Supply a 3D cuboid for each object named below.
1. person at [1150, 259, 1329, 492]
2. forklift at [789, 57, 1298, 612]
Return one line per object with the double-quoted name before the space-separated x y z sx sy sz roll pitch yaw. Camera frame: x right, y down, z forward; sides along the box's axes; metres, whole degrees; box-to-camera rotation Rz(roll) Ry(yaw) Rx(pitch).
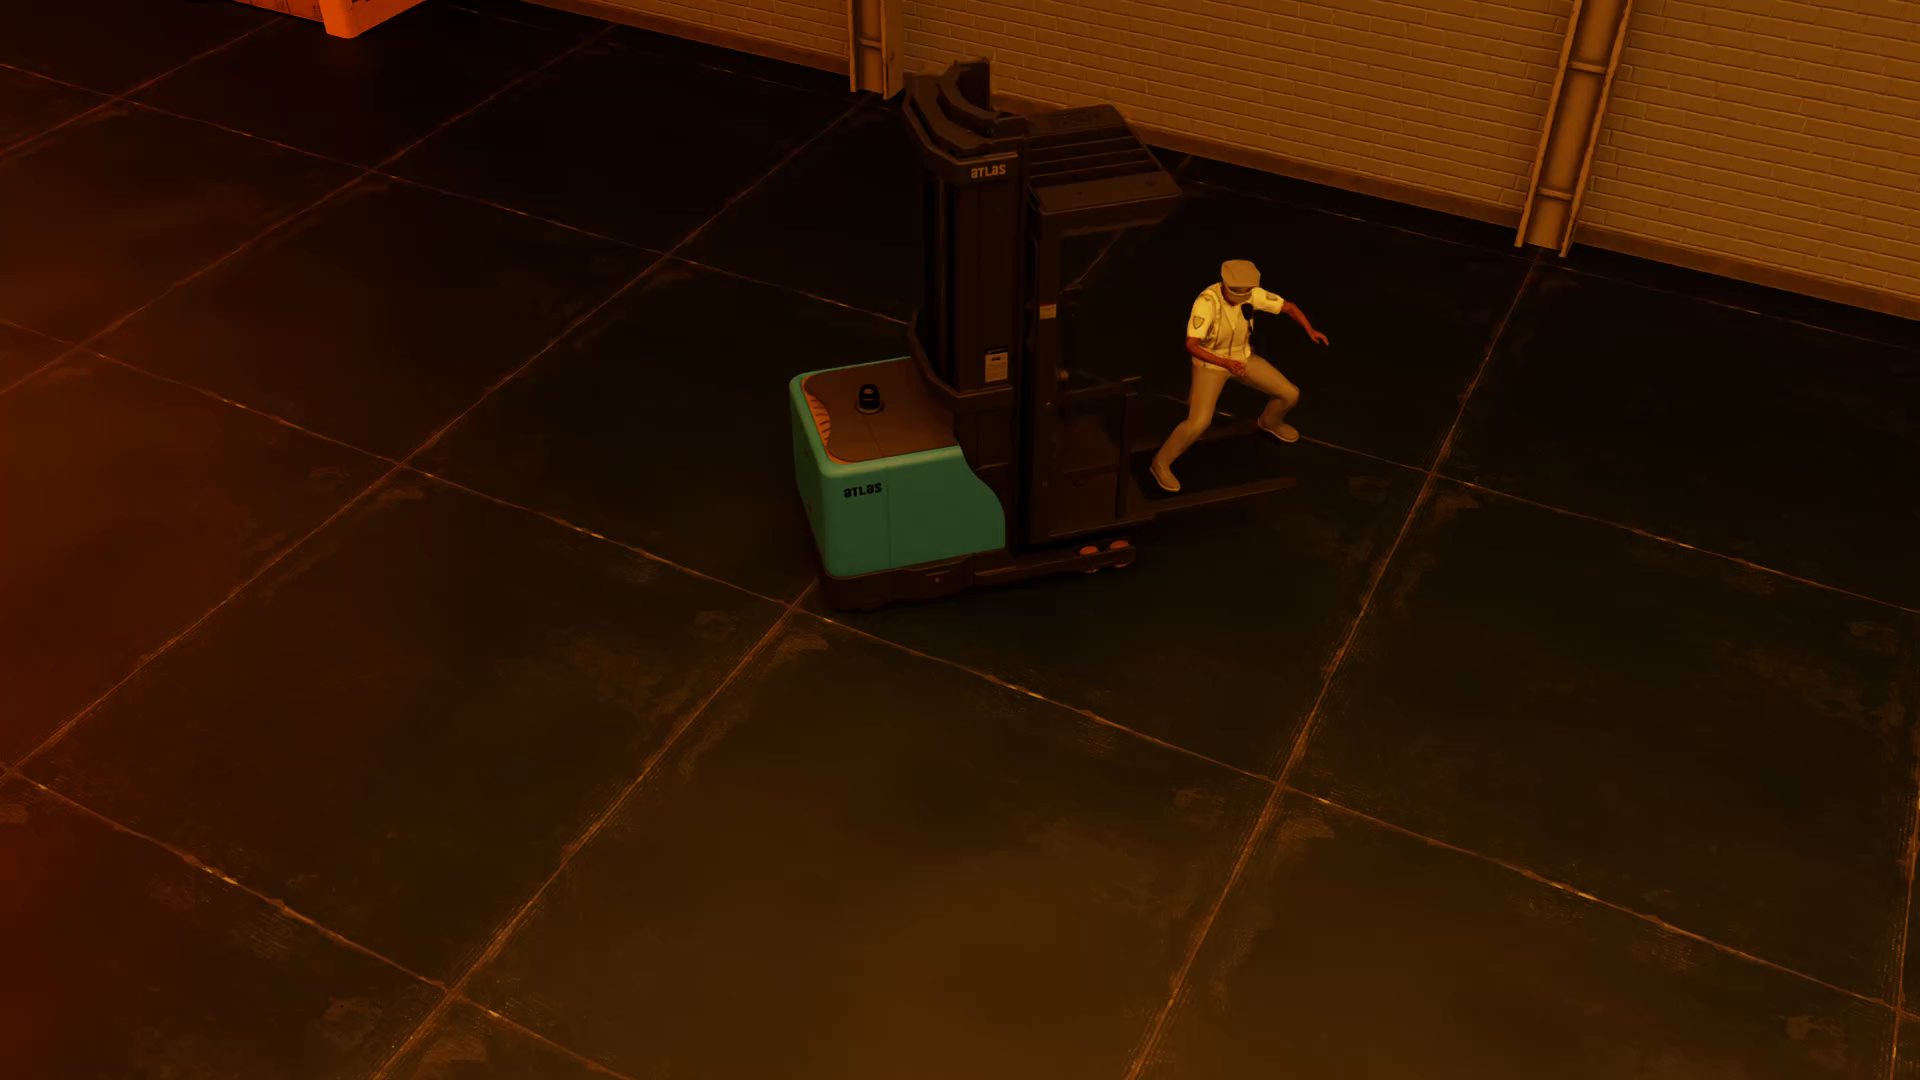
"person" 1.734 -1.071 10.406 1.104 1.421 0.671 -11 41 -12
"forklift" 0.558 -1.238 9.456 3.031 2.935 1.130 -11 41 -12
